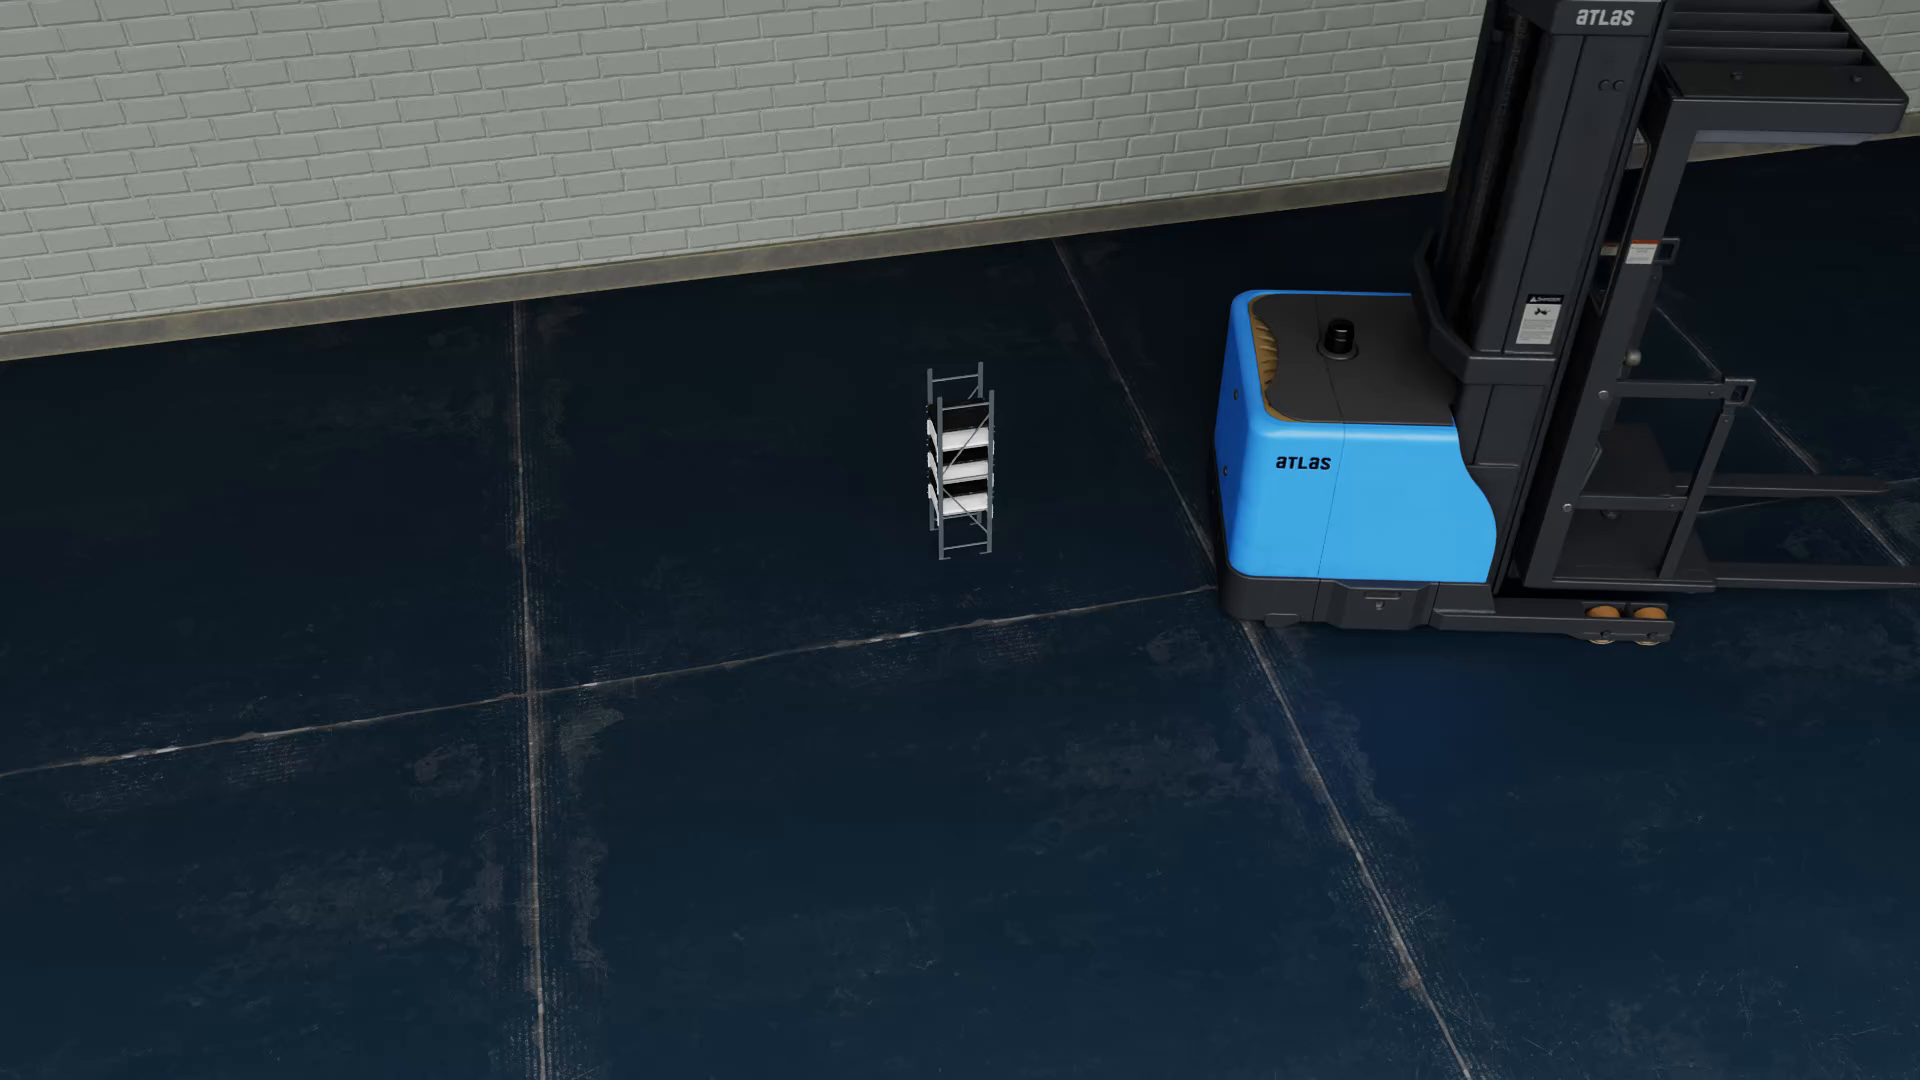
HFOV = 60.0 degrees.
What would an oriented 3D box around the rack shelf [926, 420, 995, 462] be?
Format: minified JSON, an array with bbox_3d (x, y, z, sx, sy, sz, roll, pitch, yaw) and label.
[{"bbox_3d":[0.002,-0.441,7.130,0.258,0.077,0.200,-8,42,-9],"label":"rack shelf"}]

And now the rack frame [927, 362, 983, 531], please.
[{"bbox_3d":[-0.020,-0.397,7.301,0.240,0.900,0.006,-8,42,-9],"label":"rack frame"}]

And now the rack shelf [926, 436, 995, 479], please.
[{"bbox_3d":[0.002,-0.374,7.189,0.258,0.077,0.200,-8,42,-9],"label":"rack shelf"}]

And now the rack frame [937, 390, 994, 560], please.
[{"bbox_3d":[0.024,-0.265,7.153,0.240,0.900,0.006,-8,42,-9],"label":"rack frame"}]

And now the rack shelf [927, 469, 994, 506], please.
[{"bbox_3d":[0.002,-0.239,7.309,0.258,0.077,0.200,-8,42,-9],"label":"rack shelf"}]

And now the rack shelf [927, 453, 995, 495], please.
[{"bbox_3d":[0.002,-0.306,7.249,0.258,0.077,0.200,-8,42,-9],"label":"rack shelf"}]

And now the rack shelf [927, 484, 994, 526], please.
[{"bbox_3d":[0.002,-0.172,7.369,0.258,0.077,0.200,-8,42,-9],"label":"rack shelf"}]

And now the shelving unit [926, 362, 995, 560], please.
[{"bbox_3d":[0.002,-0.331,7.227,0.258,0.900,0.210,-8,42,-9],"label":"shelving unit"}]

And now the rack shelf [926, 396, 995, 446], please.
[{"bbox_3d":[0.002,-0.508,7.070,0.258,0.077,0.200,-8,42,-9],"label":"rack shelf"}]

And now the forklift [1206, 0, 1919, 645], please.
[{"bbox_3d":[2.644,-1.014,6.466,3.031,2.935,1.130,2,42,2],"label":"forklift"}]
